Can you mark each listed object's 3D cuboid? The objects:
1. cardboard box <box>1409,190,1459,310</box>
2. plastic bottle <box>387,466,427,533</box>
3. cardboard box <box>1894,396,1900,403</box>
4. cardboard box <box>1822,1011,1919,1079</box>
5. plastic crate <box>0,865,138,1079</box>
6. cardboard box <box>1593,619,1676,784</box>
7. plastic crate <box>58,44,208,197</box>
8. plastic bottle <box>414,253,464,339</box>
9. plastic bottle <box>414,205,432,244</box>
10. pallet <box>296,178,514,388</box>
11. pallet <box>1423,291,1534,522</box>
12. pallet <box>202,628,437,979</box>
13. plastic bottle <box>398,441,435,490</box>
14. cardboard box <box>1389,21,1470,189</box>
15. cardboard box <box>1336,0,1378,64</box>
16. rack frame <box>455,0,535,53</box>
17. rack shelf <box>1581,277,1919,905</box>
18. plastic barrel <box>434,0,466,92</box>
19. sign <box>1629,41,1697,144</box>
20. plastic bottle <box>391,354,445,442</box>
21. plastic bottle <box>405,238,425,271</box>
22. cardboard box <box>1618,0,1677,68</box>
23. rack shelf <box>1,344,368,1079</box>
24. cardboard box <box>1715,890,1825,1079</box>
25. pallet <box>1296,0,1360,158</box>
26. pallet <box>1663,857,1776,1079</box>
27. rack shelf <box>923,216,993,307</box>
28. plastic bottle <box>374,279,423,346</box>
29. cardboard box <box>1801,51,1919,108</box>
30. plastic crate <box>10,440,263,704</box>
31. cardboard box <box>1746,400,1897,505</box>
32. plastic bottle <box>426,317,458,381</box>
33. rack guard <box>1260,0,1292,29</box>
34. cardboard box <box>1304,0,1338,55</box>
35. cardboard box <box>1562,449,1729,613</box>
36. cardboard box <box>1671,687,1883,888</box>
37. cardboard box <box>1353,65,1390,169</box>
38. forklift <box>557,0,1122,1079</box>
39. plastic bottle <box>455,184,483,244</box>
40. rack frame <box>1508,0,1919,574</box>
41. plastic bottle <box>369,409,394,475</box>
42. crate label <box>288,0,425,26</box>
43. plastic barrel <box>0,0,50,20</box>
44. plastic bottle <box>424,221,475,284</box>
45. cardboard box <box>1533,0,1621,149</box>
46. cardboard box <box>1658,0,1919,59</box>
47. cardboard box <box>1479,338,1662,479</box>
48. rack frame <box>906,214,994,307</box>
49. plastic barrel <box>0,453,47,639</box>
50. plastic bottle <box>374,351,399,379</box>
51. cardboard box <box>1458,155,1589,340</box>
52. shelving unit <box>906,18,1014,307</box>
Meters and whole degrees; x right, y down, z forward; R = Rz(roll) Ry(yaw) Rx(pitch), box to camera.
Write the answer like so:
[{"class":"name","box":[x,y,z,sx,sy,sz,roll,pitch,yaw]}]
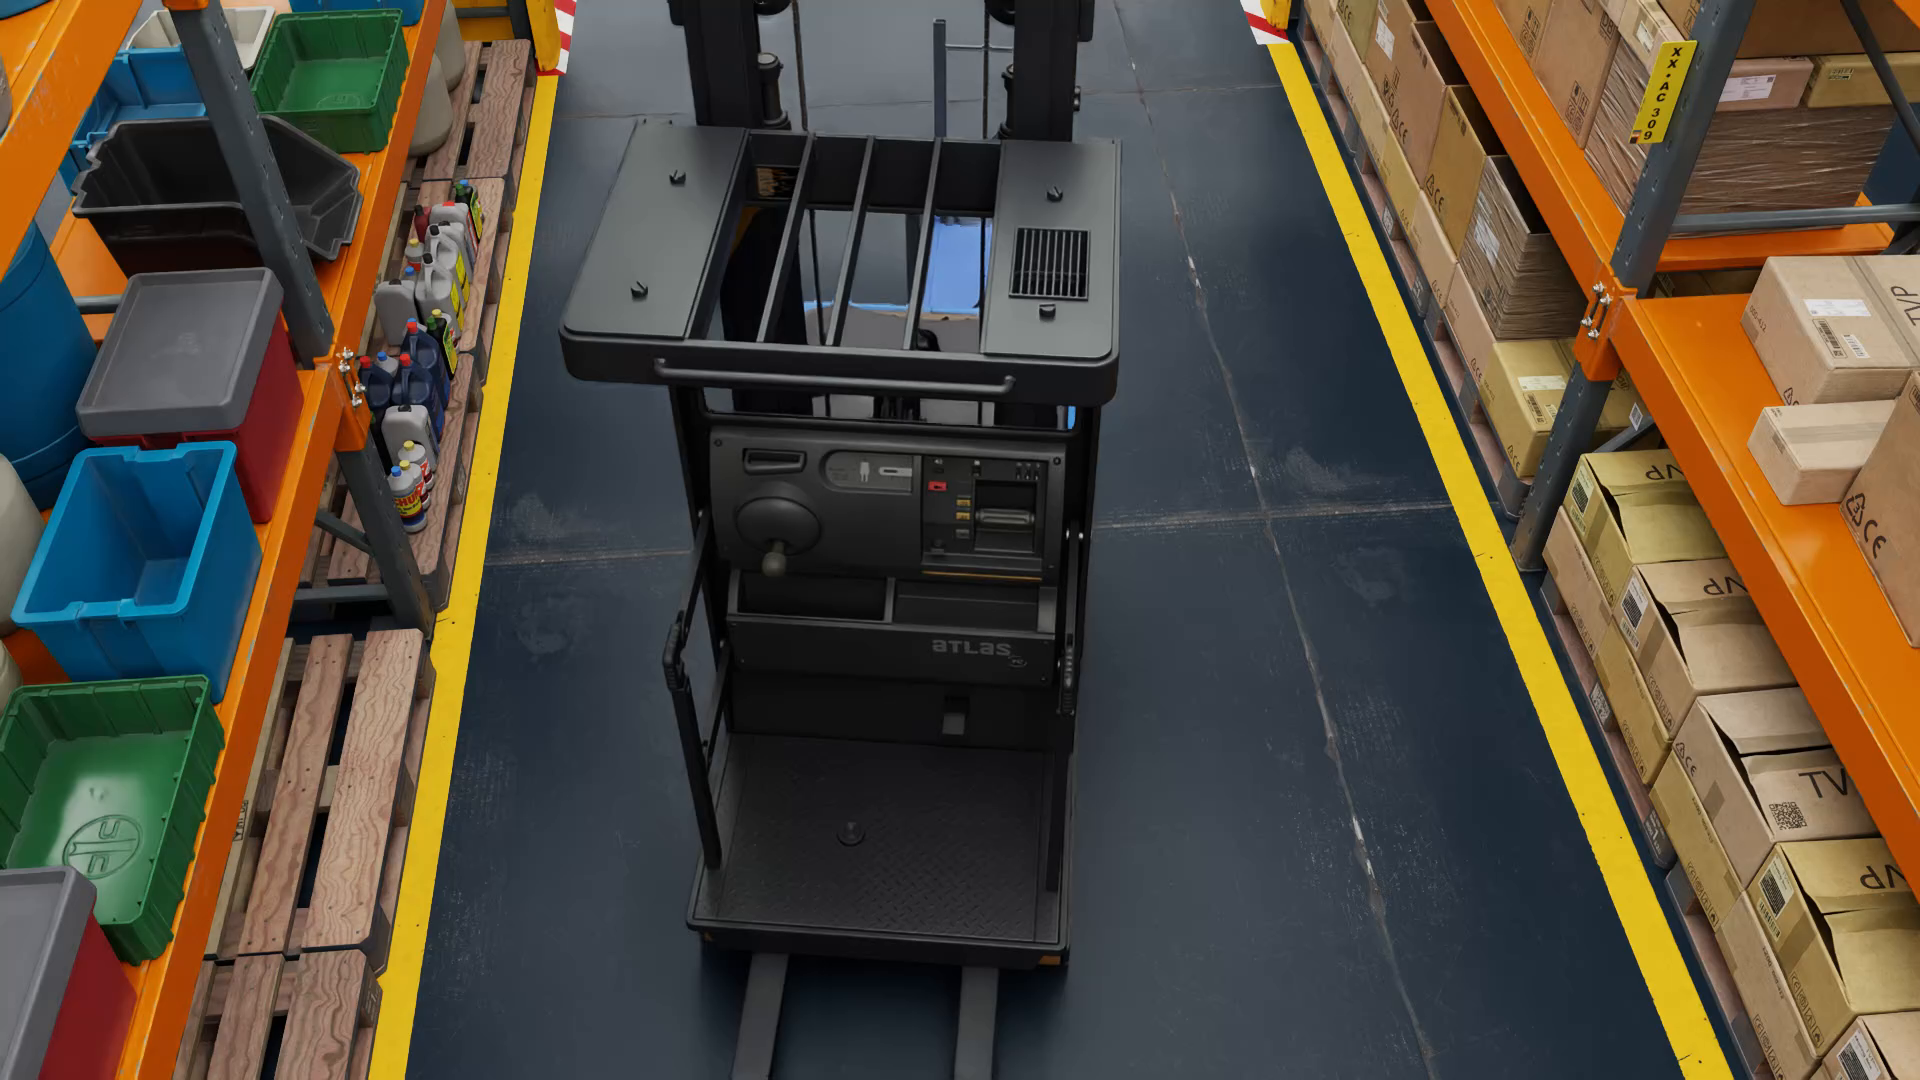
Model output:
[{"class":"cardboard box","box":[2.209,-1.227,6.951,0.500,0.250,0.500,-3,47,-3]},{"class":"plastic bottle","box":[-1.972,-0.154,5.906,0.097,0.271,0.097,0,47,0]},{"class":"cardboard box","box":[2.810,-0.311,4.572,0.396,0.266,0.258,-5,47,-4]},{"class":"cardboard box","box":[2.510,1.415,4.062,0.500,0.311,0.500,-4,47,-4]},{"class":"plastic crate","box":[-1.878,1.000,3.193,0.402,0.464,0.583,-3,47,-3]},{"class":"cardboard box","box":[2.382,0.495,5.319,0.500,0.250,0.500,-2,47,-2]},{"class":"plastic crate","box":[-2.746,-1.417,5.629,0.499,0.251,0.616,-3,47,-3]},{"class":"plastic bottle","box":[-2.088,-0.978,6.632,0.144,0.351,0.185,-4,47,-4]},{"class":"plastic bottle","box":[-2.239,-1.302,6.985,0.061,0.283,0.133,-3,47,-3]},{"class":"pallet","box":[-2.502,-1.099,7.145,1.003,0.211,1.213,-3,47,-3]},{"class":"pallet","box":[2.529,-0.602,6.674,1.003,0.211,1.213,-3,47,-3]},{"class":"pallet","box":[-2.278,0.841,5.309,1.003,0.211,1.213,-3,47,-3]},{"class":"plastic bottle","box":[-1.989,-0.278,6.071,0.097,0.201,0.097,0,47,0]},{"class":"cardboard box","box":[2.165,-1.846,7.021,0.500,0.500,0.500,-3,47,-3]},{"class":"cardboard box","box":[2.086,-2.570,7.706,0.500,0.500,0.500,-3,47,-3]},{"class":"rack frame","box":[-2.717,-3.578,7.573,1.000,3.000,0.127,-3,47,-3]},{"class":"rack shelf","box":[2.721,0.712,4.005,1.077,0.370,4.000,-3,47,-3]},{"class":"plastic barrel","box":[-2.586,-2.396,7.877,0.421,0.512,0.421,0,47,0]},{"class":"sign","box":[2.001,-1.273,4.739,0.100,0.325,0.005,-3,47,-3]},{"class":"plastic bottle","box":[-2.037,-0.534,6.211,0.144,0.351,0.185,-2,47,-2]},{"class":"plastic bottle","box":[-2.244,-1.160,6.907,0.097,0.201,0.097,0,47,0]},{"class":"cardboard box","box":[2.299,-1.603,5.186,0.380,0.149,0.250,-4,47,-4]},{"class":"rack shelf","box":[-2.215,1.010,3.723,1.077,0.370,4.000,-3,47,-3]},{"class":"cardboard box","box":[2.470,1.238,4.616,0.500,0.250,0.500,-3,47,-3]},{"class":"pallet","box":[2.325,-2.367,8.346,1.003,0.211,1.213,-3,47,-3]},{"class":"pallet","box":[2.760,1.392,4.787,1.003,0.211,1.213,-3,47,-3]},{"class":"rack shelf","box":[0.116,-0.836,6.257,0.538,0.185,1.000,3,47,3]},{"class":"plastic bottle","box":[-2.233,-0.925,6.633,0.152,0.276,0.135,-3,47,-3]},{"class":"cardboard box","box":[2.724,-1.446,5.038,0.380,0.149,0.250,-4,47,-3]},{"class":"plastic crate","box":[-1.980,0.101,4.100,0.392,0.384,0.575,-3,47,-3]},{"class":"cardboard box","box":[2.424,-0.243,4.587,0.380,0.149,0.250,-3,47,-3]},{"class":"plastic bottle","box":[-2.025,-0.769,6.480,0.061,0.283,0.133,-2,47,-2]},{"class":"rack guard","box":[2.217,-3.034,8.780,1.175,0.500,0.348,-3,47,-3]},{"class":"cardboard box","box":[2.042,-2.674,8.321,0.500,0.250,0.500,-3,47,-3]},{"class":"cardboard box","box":[2.340,-0.060,5.459,0.500,0.311,0.500,-3,47,-3]},{"class":"cardboard box","box":[2.421,0.677,4.761,0.500,0.311,0.500,-5,47,-5]},{"class":"cardboard box","box":[2.129,-1.951,7.636,0.500,0.250,0.500,-3,47,-3]},{"class":"forklift","box":[-0.206,0.015,4.217,1.130,2.935,3.031,3,47,3]},{"class":"plastic bottle","box":[-2.099,-1.410,7.087,0.061,0.283,0.133,-2,47,-2]},{"class":"rack frame","box":[2.554,-0.983,5.115,1.000,3.000,0.127,-3,47,-3]},{"class":"plastic bottle","box":[-2.133,-0.384,6.116,0.061,0.283,0.133,-3,47,-3]},{"class":"crate label","box":[-2.294,-2.275,6.314,0.502,0.435,0.616,-3,47,-3]},{"class":"plastic barrel","box":[-2.124,-1.533,3.225,0.600,0.901,0.708,-3,47,-3]},{"class":"plastic bottle","box":[-2.121,-1.206,6.900,0.152,0.276,0.135,-5,47,-4]},{"class":"cardboard box","box":[2.460,-1.719,5.743,0.700,0.500,0.500,-4,47,-4]},{"class":"cardboard box","box":[2.510,-1.784,4.911,0.700,0.500,0.500,-3,47,-3]},{"class":"cardboard box","box":[2.297,-0.504,6.266,0.500,0.250,0.500,-3,47,-3]},{"class":"rack frame","box":[0.077,-0.592,5.778,0.500,1.500,0.032,3,47,3]},{"class":"plastic barrel","box":[-2.521,-0.025,4.114,0.433,0.535,0.433,0,47,0]},{"class":"plastic bottle","box":[-2.169,-0.604,6.332,0.097,0.271,0.097,0,47,0]},{"class":"cardboard box","box":[2.267,-1.124,6.337,0.500,0.500,0.500,-3,47,-3]},{"class":"shelving unit","box":[0.116,-0.960,6.126,0.538,1.500,1.048,3,47,3]}]
